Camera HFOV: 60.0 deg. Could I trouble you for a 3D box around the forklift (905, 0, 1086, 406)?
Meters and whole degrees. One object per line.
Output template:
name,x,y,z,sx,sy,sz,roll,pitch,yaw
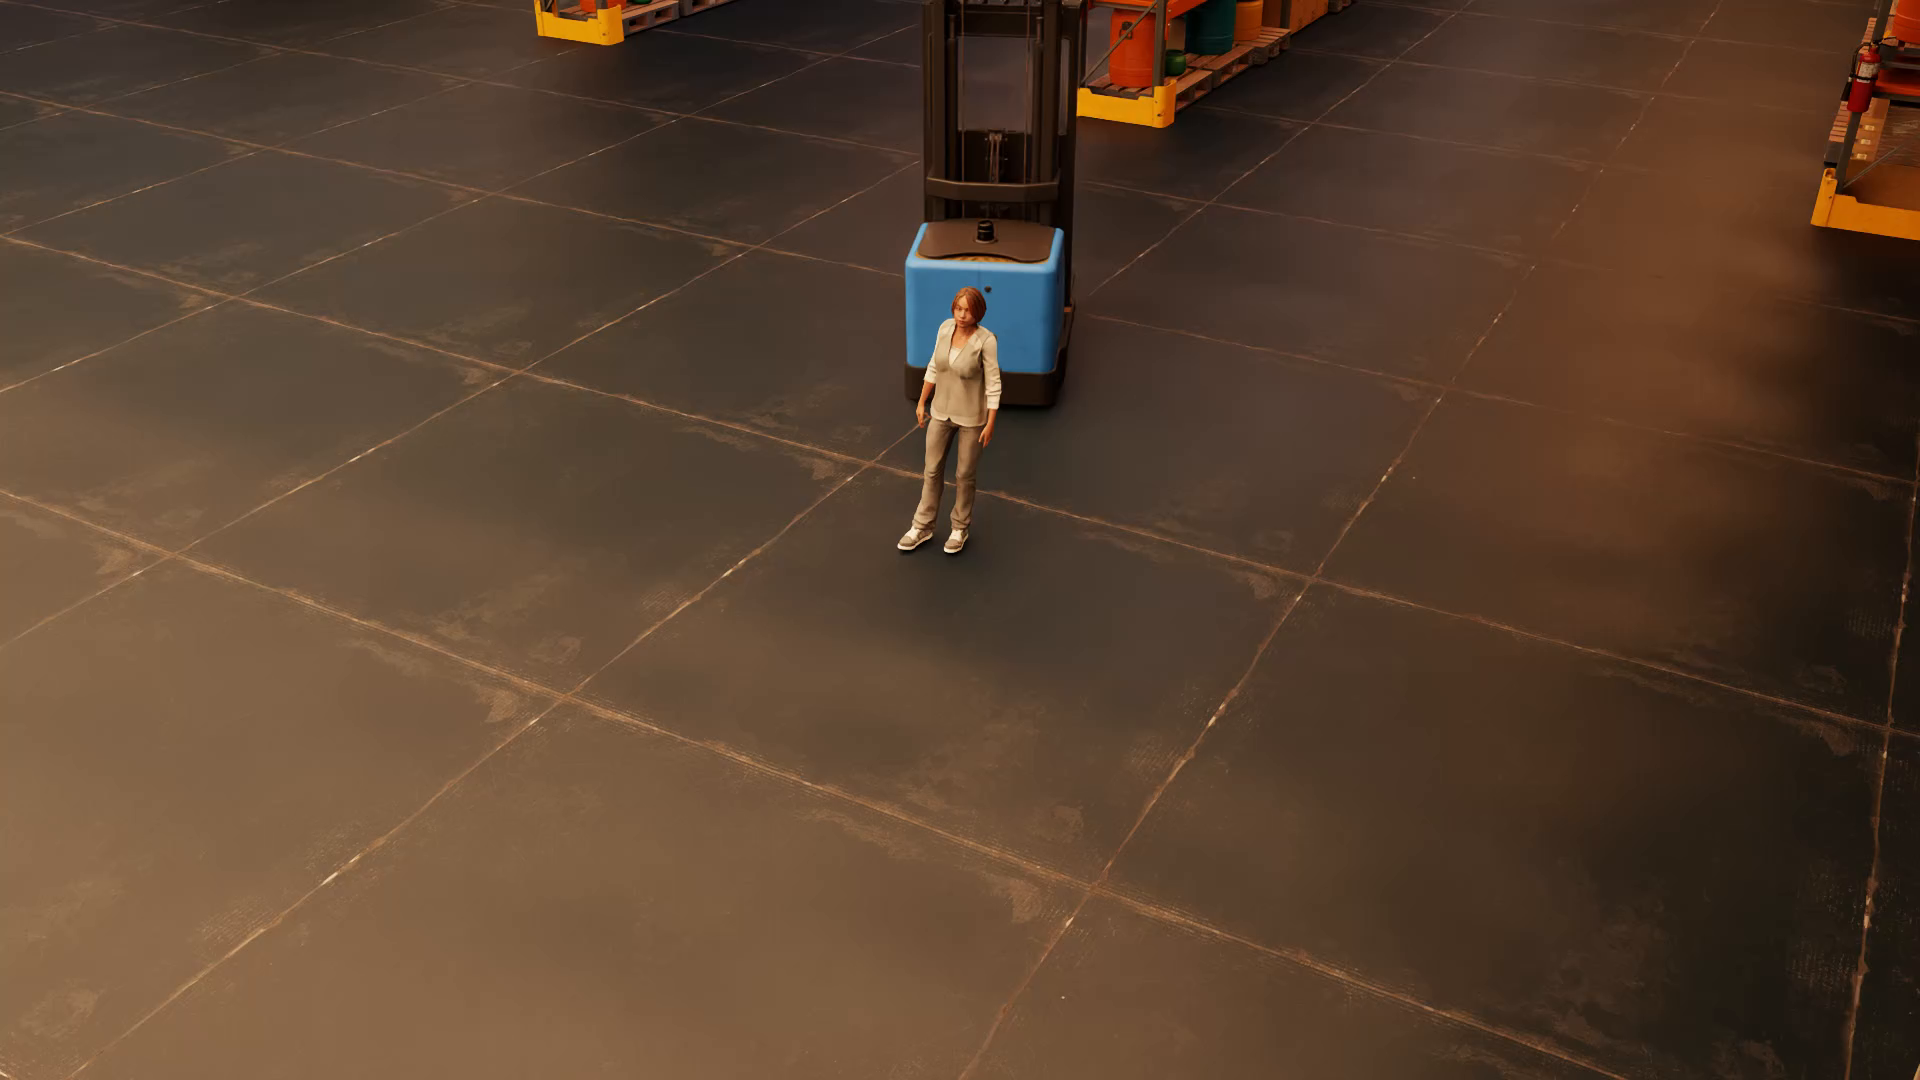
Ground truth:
forklift,0.312,-2.908,12.109,1.130,2.935,3.031,4,30,6

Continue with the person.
person,-0.048,-0.668,9.549,0.521,1.599,0.473,15,33,25
